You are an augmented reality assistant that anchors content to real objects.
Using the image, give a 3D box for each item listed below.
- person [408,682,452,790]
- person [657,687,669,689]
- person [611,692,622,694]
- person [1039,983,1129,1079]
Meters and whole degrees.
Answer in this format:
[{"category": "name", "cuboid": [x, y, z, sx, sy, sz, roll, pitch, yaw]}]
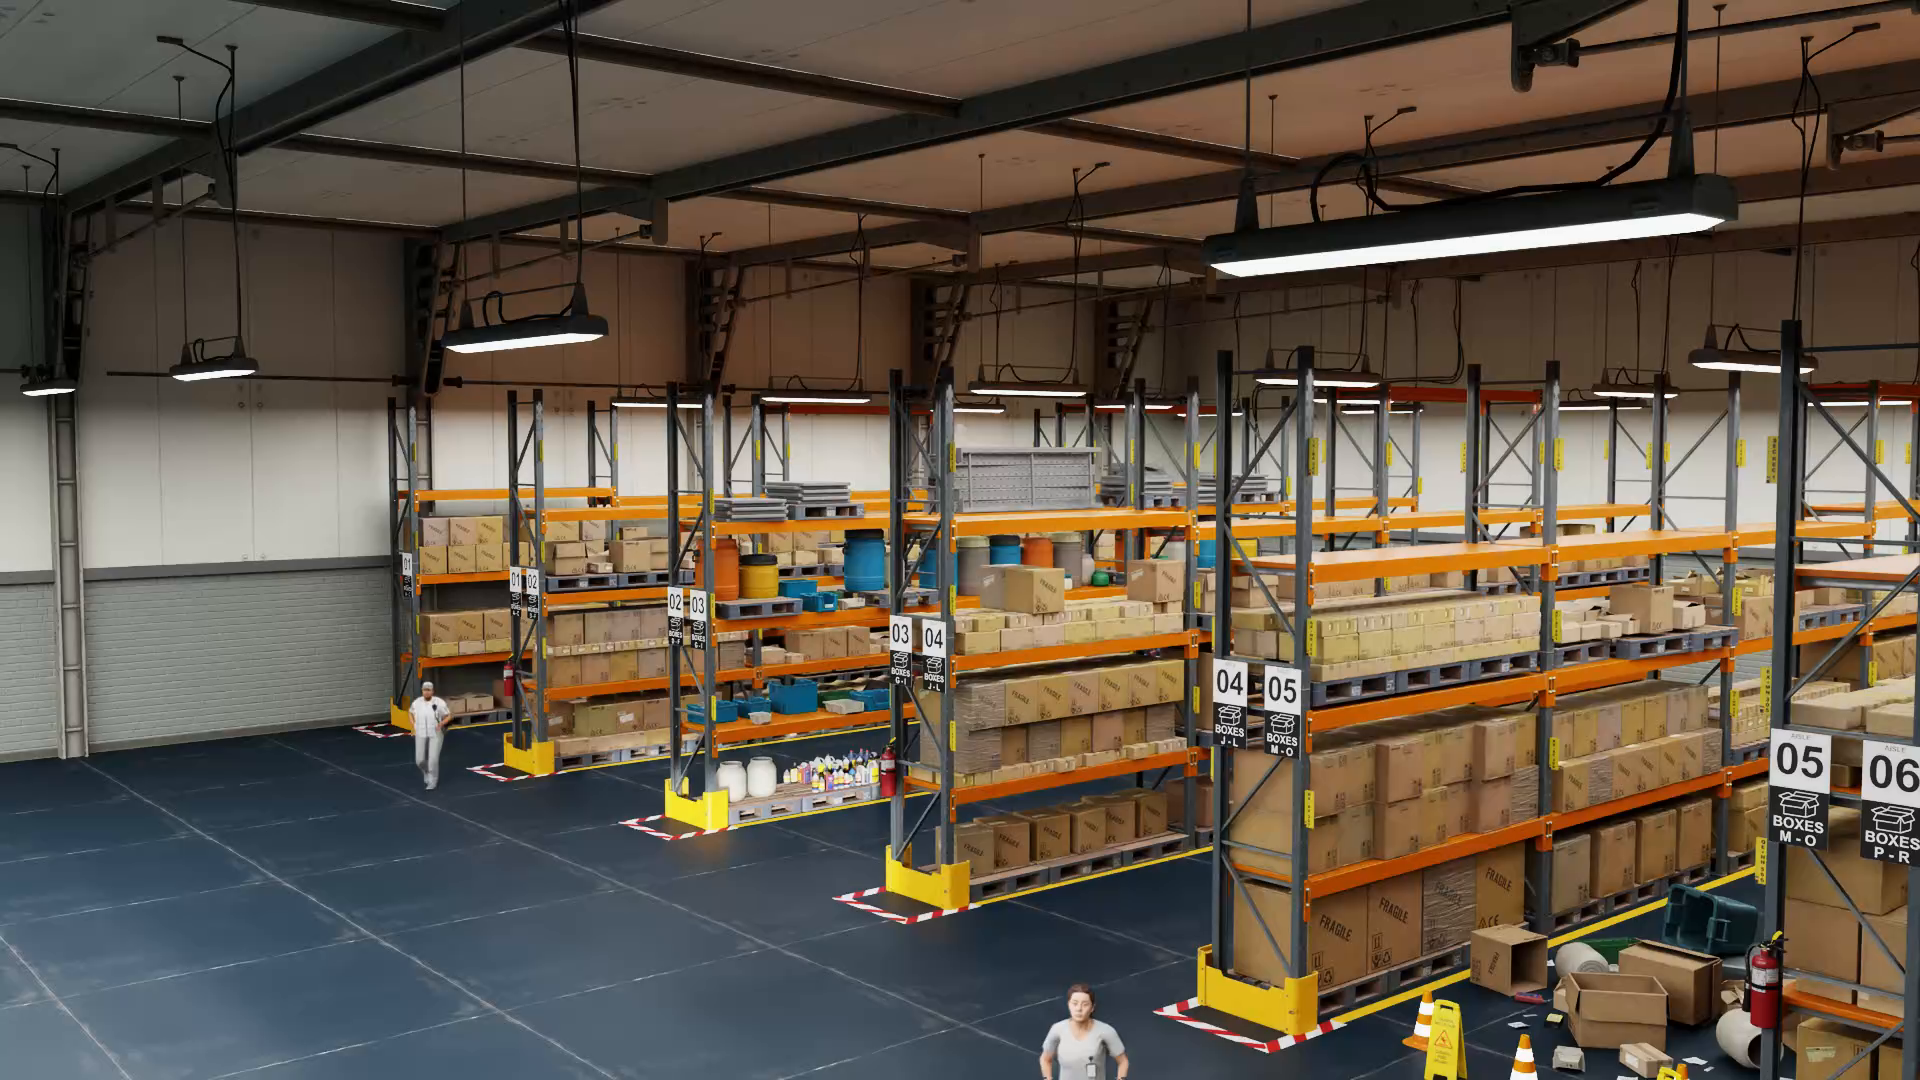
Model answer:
[{"category": "person", "cuboid": [-7.924, 2.916, 24.811, 0.647, 1.616, 0.582, 0, 3, -7]}, {"category": "person", "cuboid": [-5.278, 2.568, 29.754, 0.872, 1.715, 0.595, -3, 5, -43]}, {"category": "person", "cuboid": [-6.031, 2.655, 29.477, 0.548, 1.568, 0.805, 3, 5, 43]}, {"category": "person", "cuboid": [0.818, 3.711, 10.990, 0.590, 1.633, 0.628, 1, 3, 10]}]
